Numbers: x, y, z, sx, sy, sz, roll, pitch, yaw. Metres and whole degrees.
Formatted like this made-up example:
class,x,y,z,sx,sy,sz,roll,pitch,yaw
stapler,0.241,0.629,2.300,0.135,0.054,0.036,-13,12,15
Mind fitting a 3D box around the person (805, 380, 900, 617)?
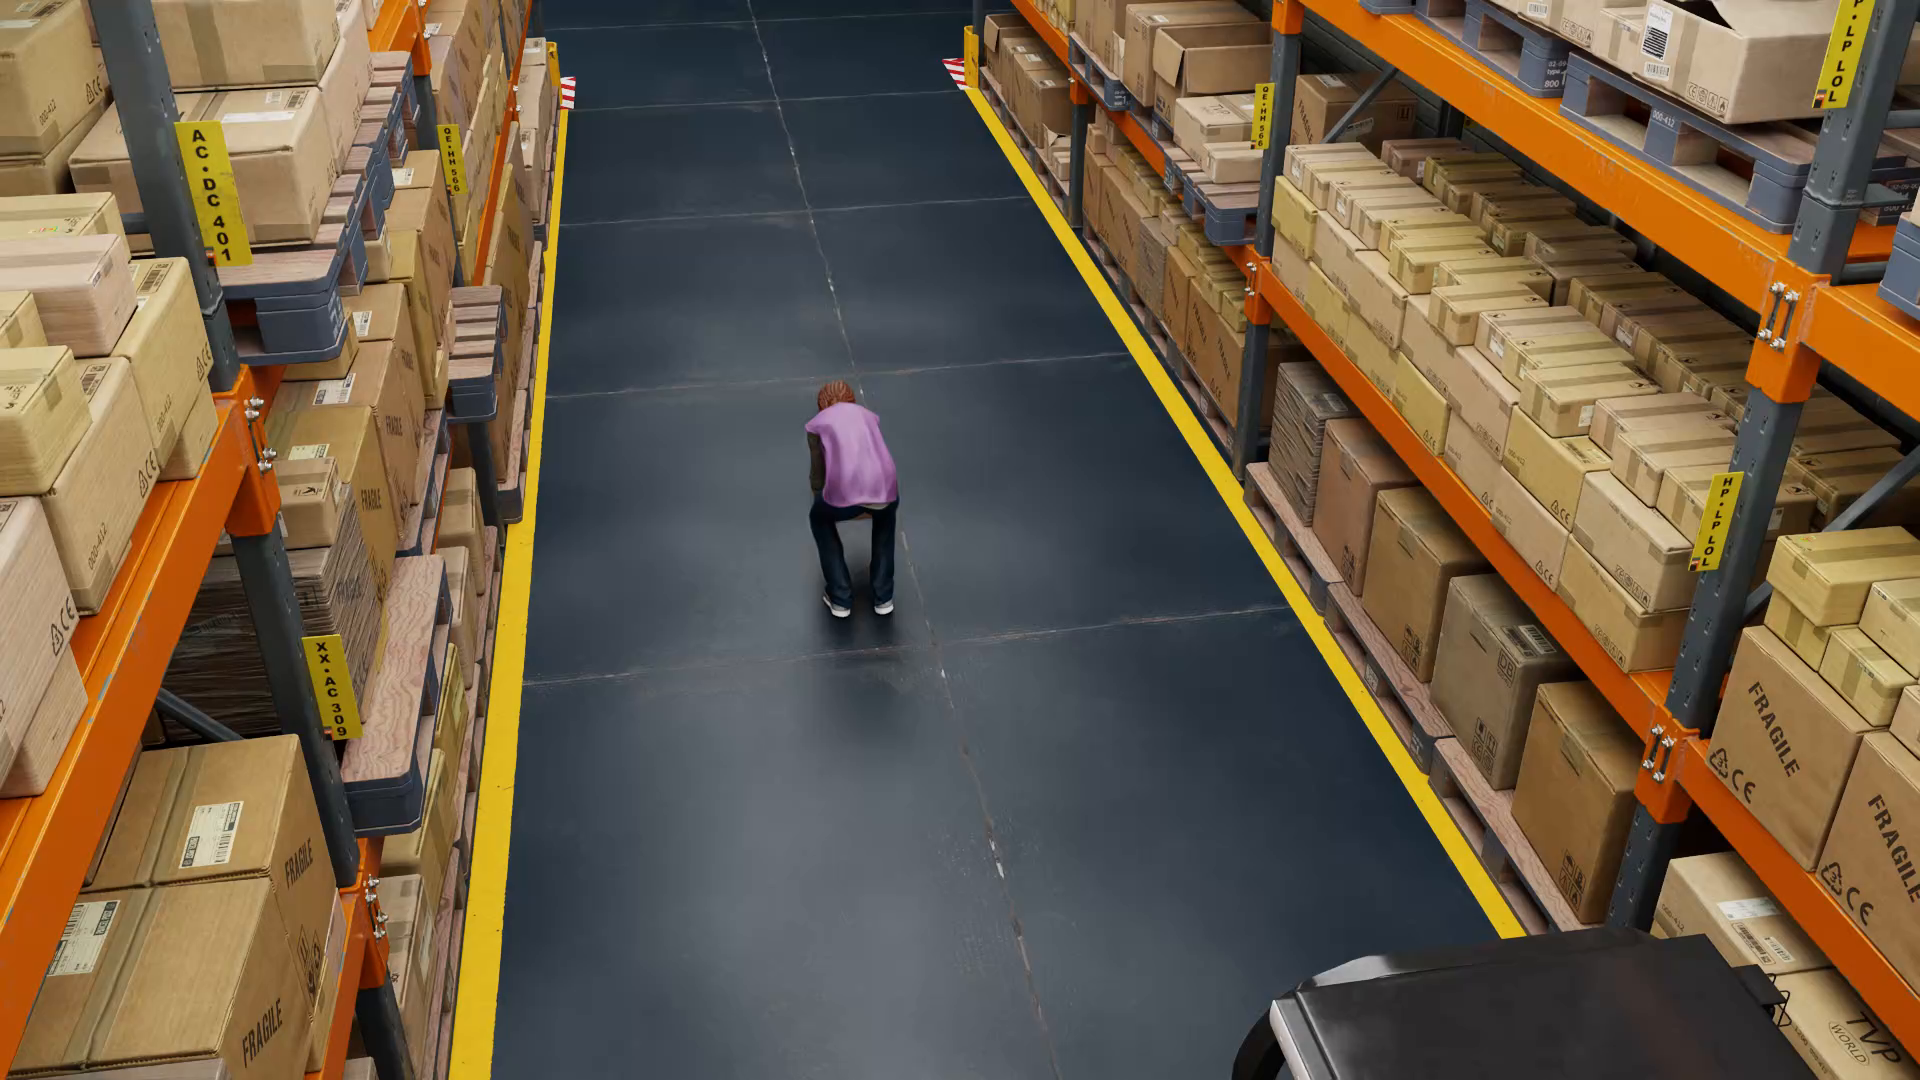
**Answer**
class,x,y,z,sx,sy,sz,roll,pitch,yaw
person,-0.526,-0.183,8.044,0.420,0.979,0.861,-7,32,-11
